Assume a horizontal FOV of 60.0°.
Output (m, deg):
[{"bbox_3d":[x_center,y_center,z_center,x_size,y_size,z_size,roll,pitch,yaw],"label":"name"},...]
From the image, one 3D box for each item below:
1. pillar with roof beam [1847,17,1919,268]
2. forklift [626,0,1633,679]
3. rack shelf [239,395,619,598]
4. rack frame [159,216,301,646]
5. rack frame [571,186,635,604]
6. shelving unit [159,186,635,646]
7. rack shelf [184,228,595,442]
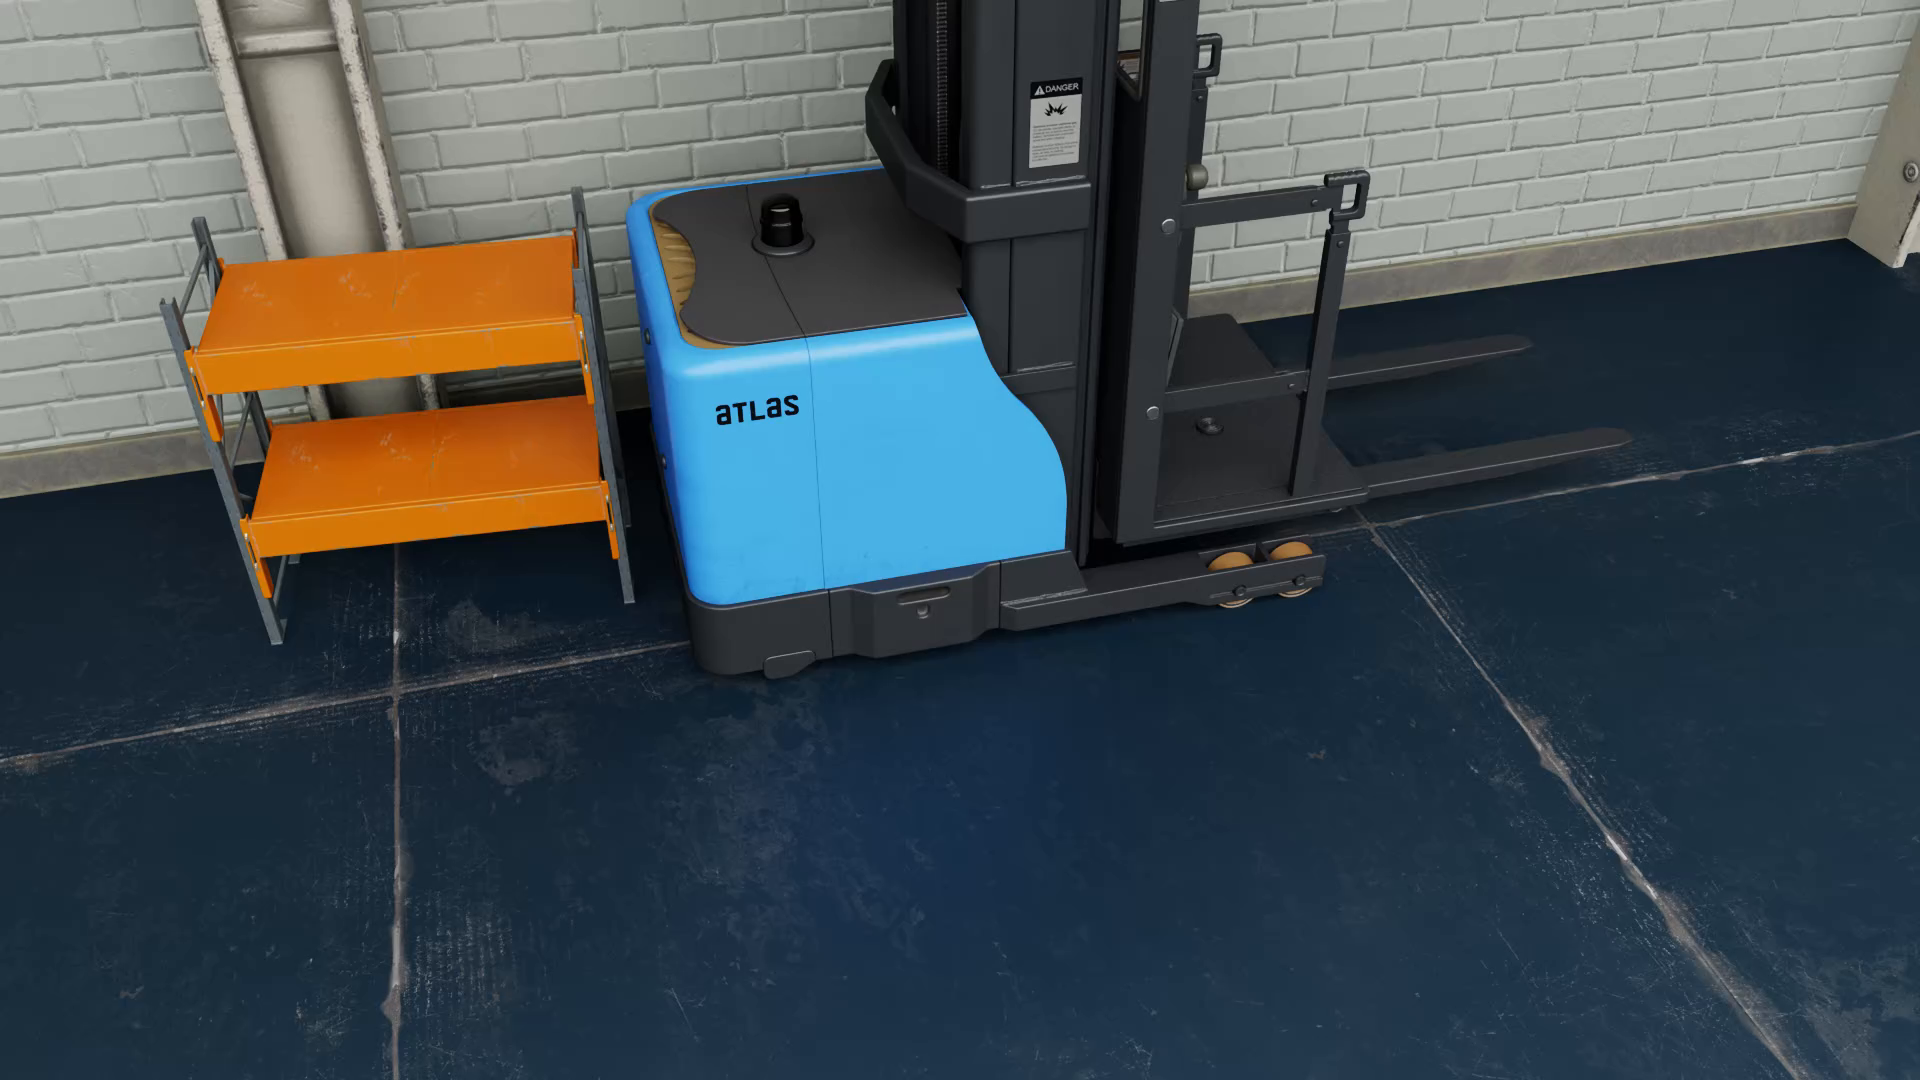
[{"bbox_3d":[5.017,-2.263,0.802,0.400,9.000,9.100,-9,38,-12],"label":"pillar with roof beam"},{"bbox_3d":[0.601,-1.263,4.488,3.031,2.935,1.130,-9,38,-12],"label":"forklift"},{"bbox_3d":[-1.539,-0.153,4.927,1.000,0.278,0.538,-7,38,-8],"label":"rack shelf"},{"bbox_3d":[-2.038,-0.290,4.703,0.032,1.125,0.500,-7,38,-8],"label":"rack frame"},{"bbox_3d":[-1.039,-0.405,4.853,0.032,1.125,0.500,-7,38,-8],"label":"rack frame"},{"bbox_3d":[-1.539,-0.347,4.778,1.048,1.125,0.538,-7,38,-8],"label":"shelving unit"},{"bbox_3d":[-1.539,-0.580,4.600,1.000,0.278,0.538,-7,38,-8],"label":"rack shelf"}]
